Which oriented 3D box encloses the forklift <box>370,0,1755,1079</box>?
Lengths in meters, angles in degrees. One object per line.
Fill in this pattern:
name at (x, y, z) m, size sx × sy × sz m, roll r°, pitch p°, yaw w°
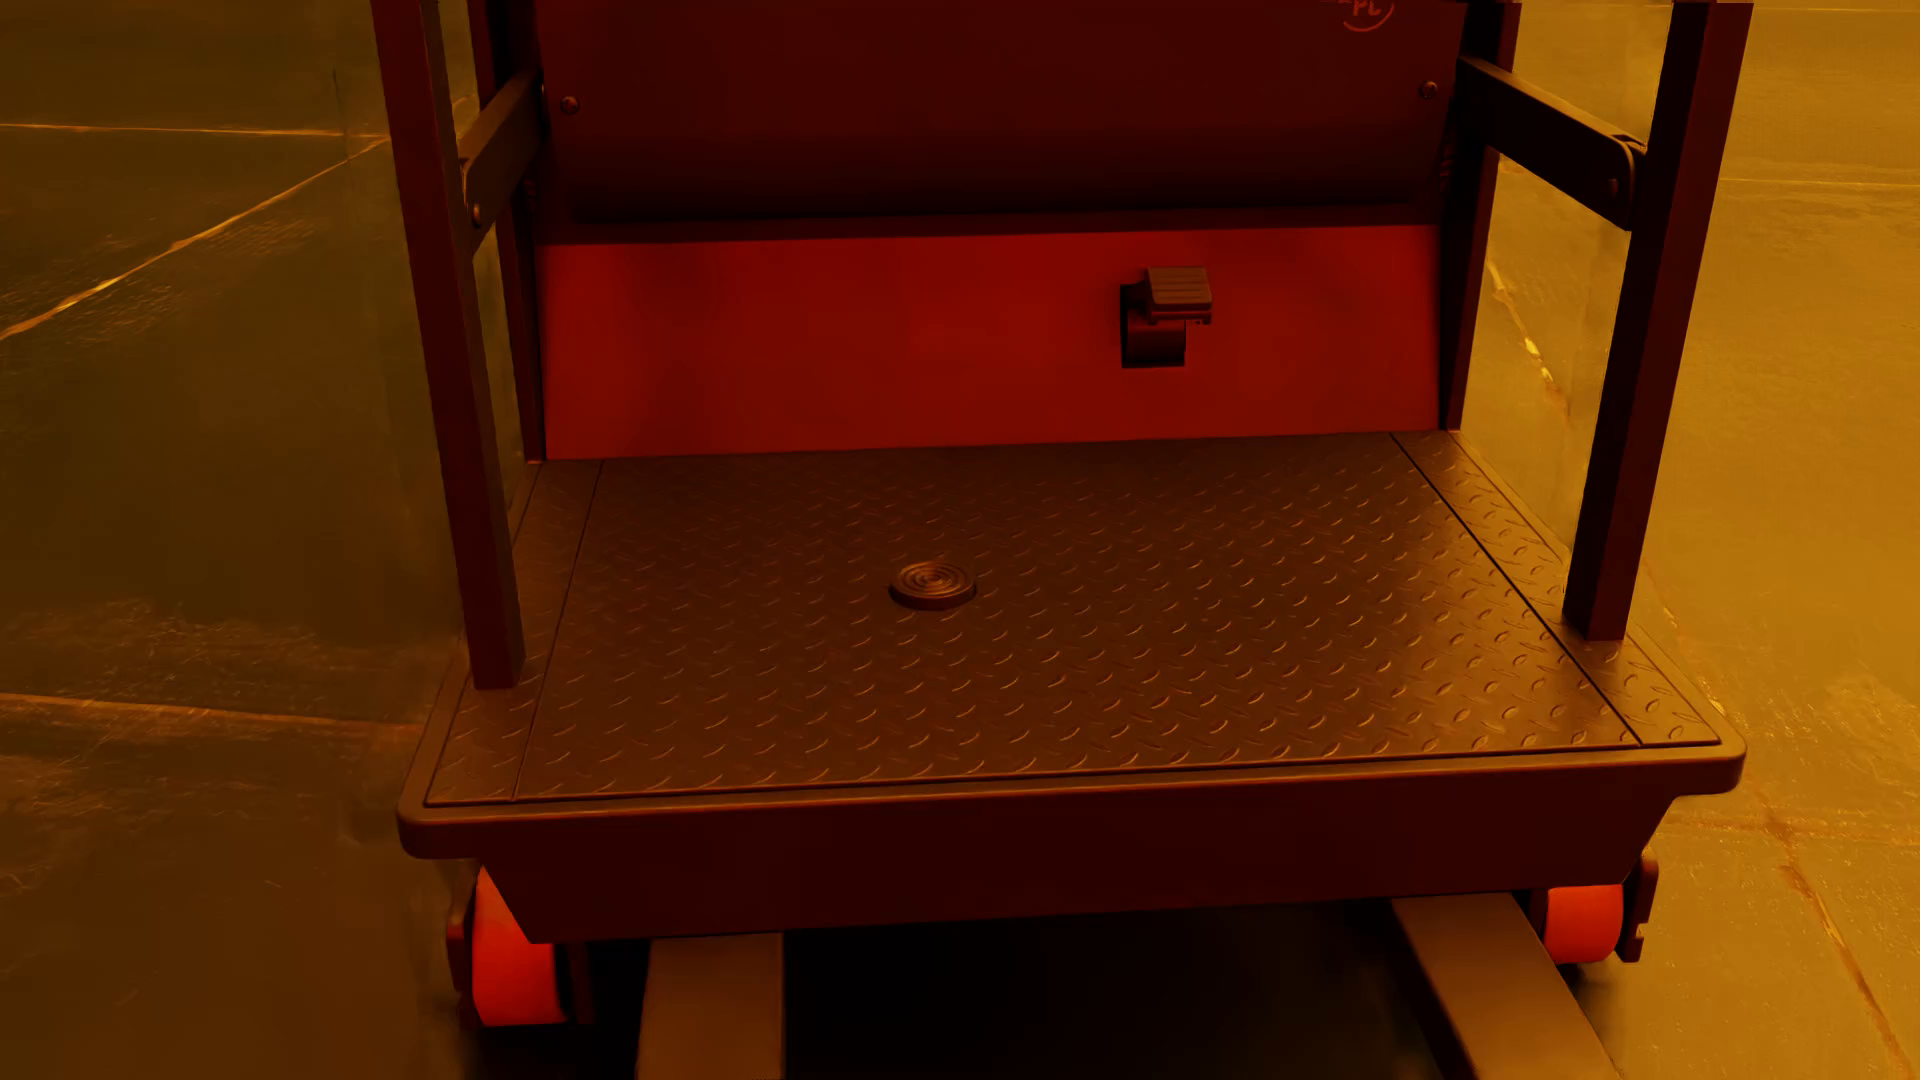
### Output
forklift at (0.066, -1.008, 1.238) m, size 1.130 × 2.935 × 3.031 m, roll -2°, pitch 27°, yaw -4°
